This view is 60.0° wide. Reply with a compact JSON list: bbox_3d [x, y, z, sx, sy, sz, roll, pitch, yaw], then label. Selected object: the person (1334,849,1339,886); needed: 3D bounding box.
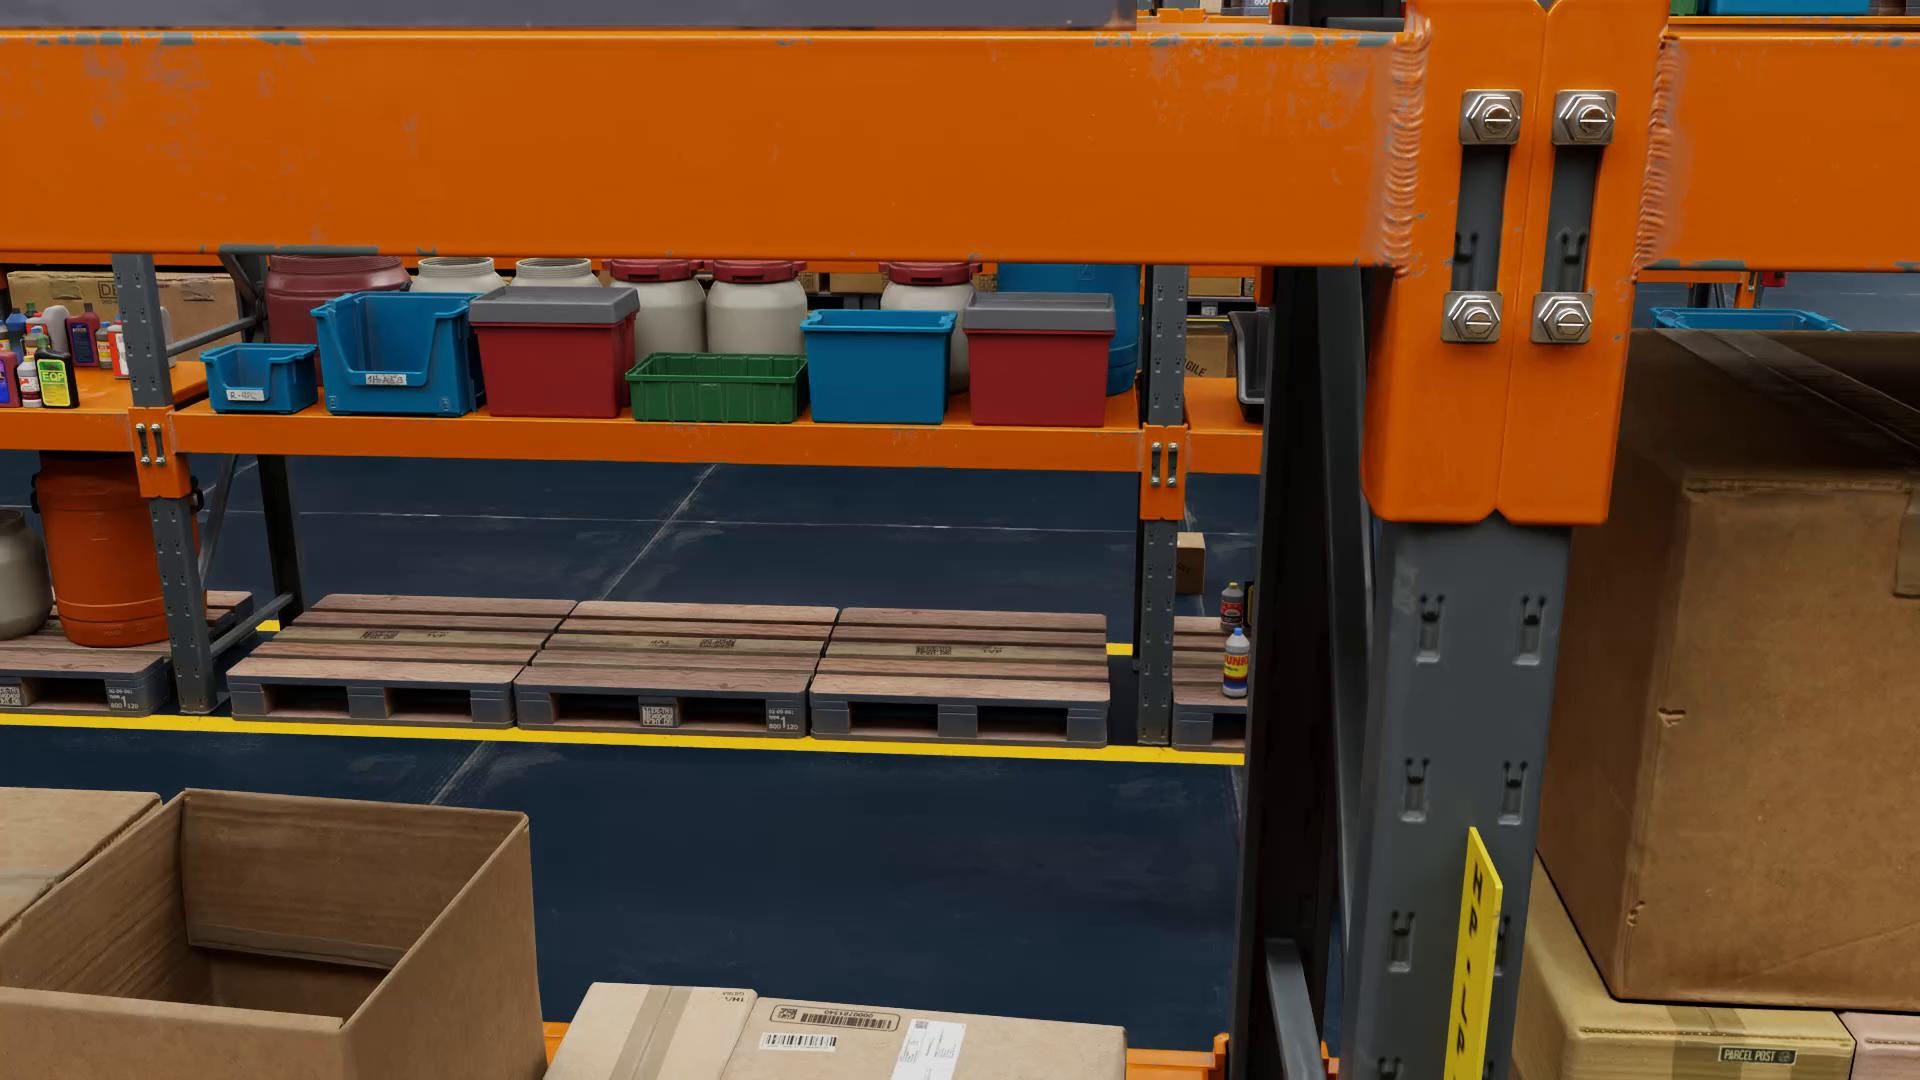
[{"bbox_3d":[1.614,0.421,5.279,0.814,1.639,0.516,2,18,6],"label":"person"}]
